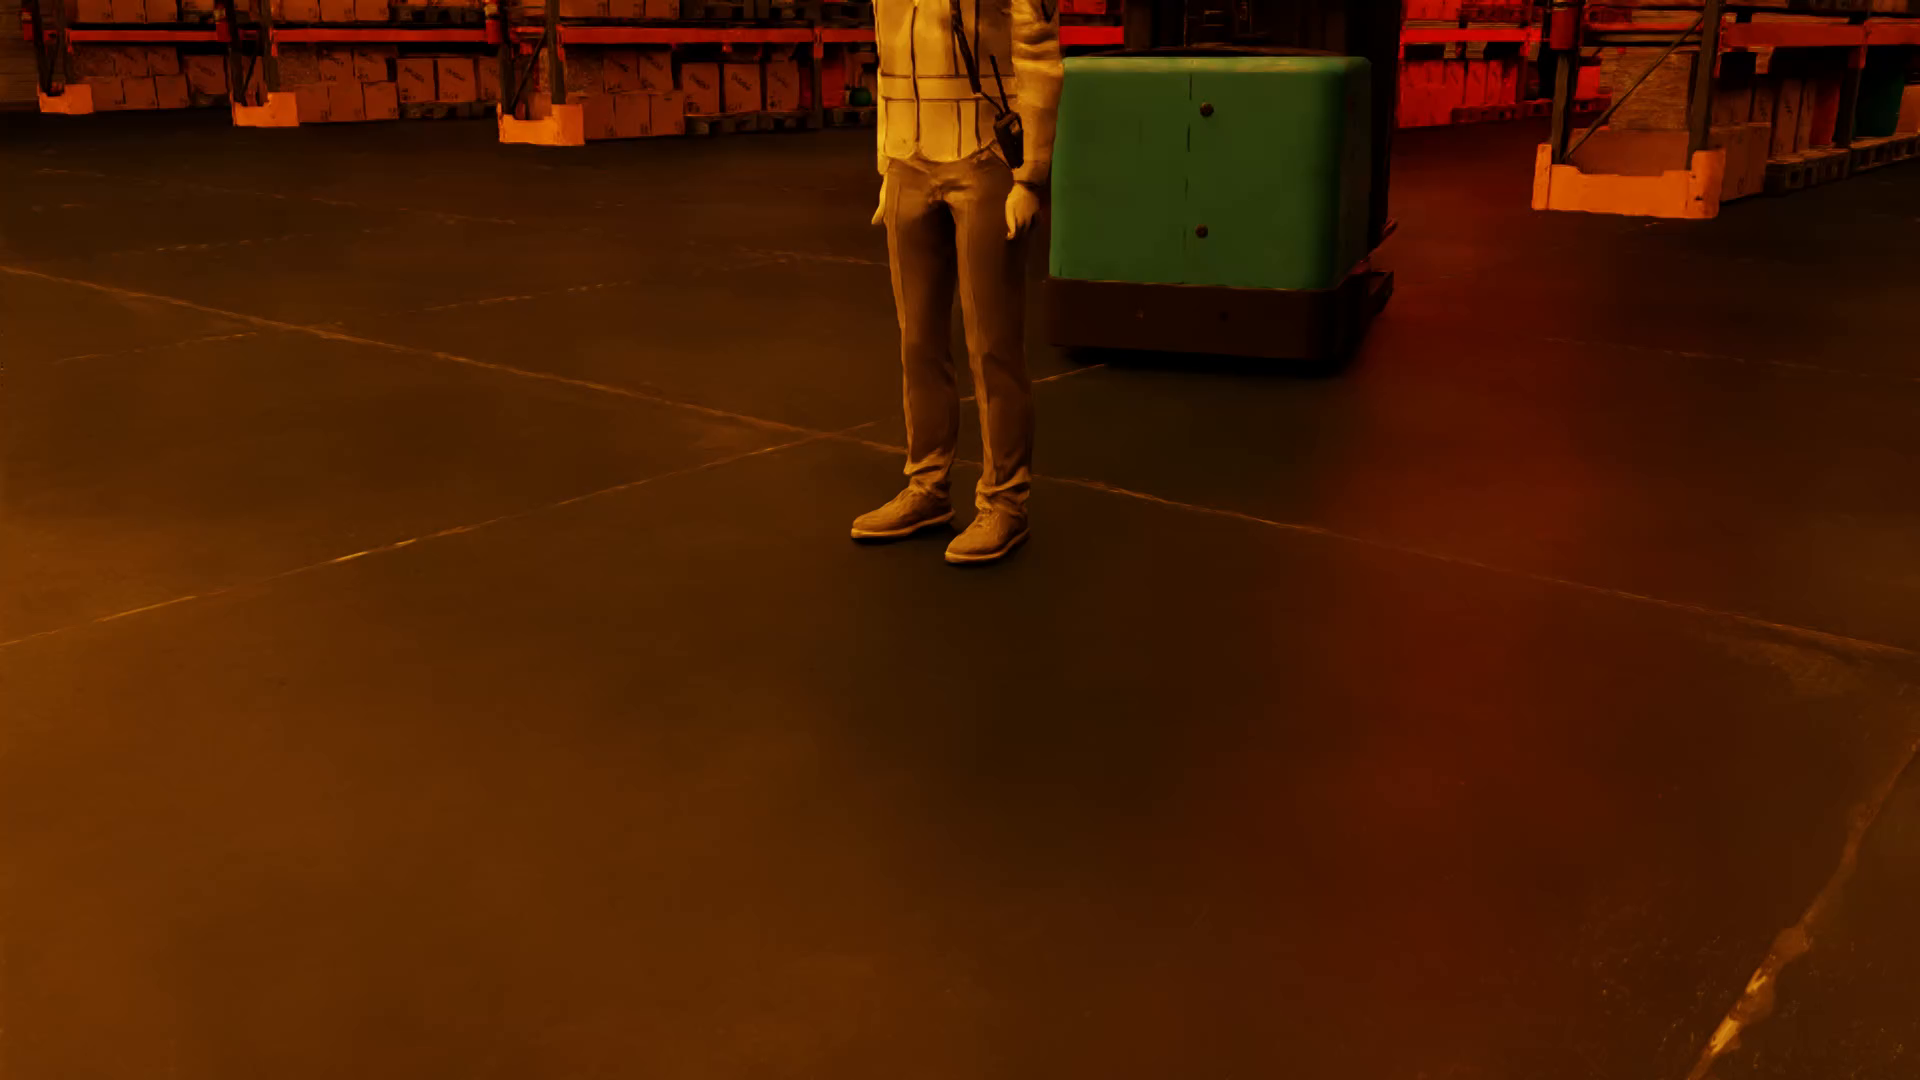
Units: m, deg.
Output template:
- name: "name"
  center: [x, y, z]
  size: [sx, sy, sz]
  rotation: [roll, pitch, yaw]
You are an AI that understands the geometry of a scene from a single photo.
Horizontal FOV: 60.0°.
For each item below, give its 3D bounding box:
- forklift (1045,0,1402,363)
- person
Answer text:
- name: "forklift"
  center: [1.283, -2.412, 6.842]
  size: [1.130, 2.935, 3.031]
  rotation: [6, 18, 19]
- name: "person"
  center: [-0.009, -0.803, 3.685]
  size: [0.463, 1.692, 0.337]
  rotation: [13, 21, 37]
